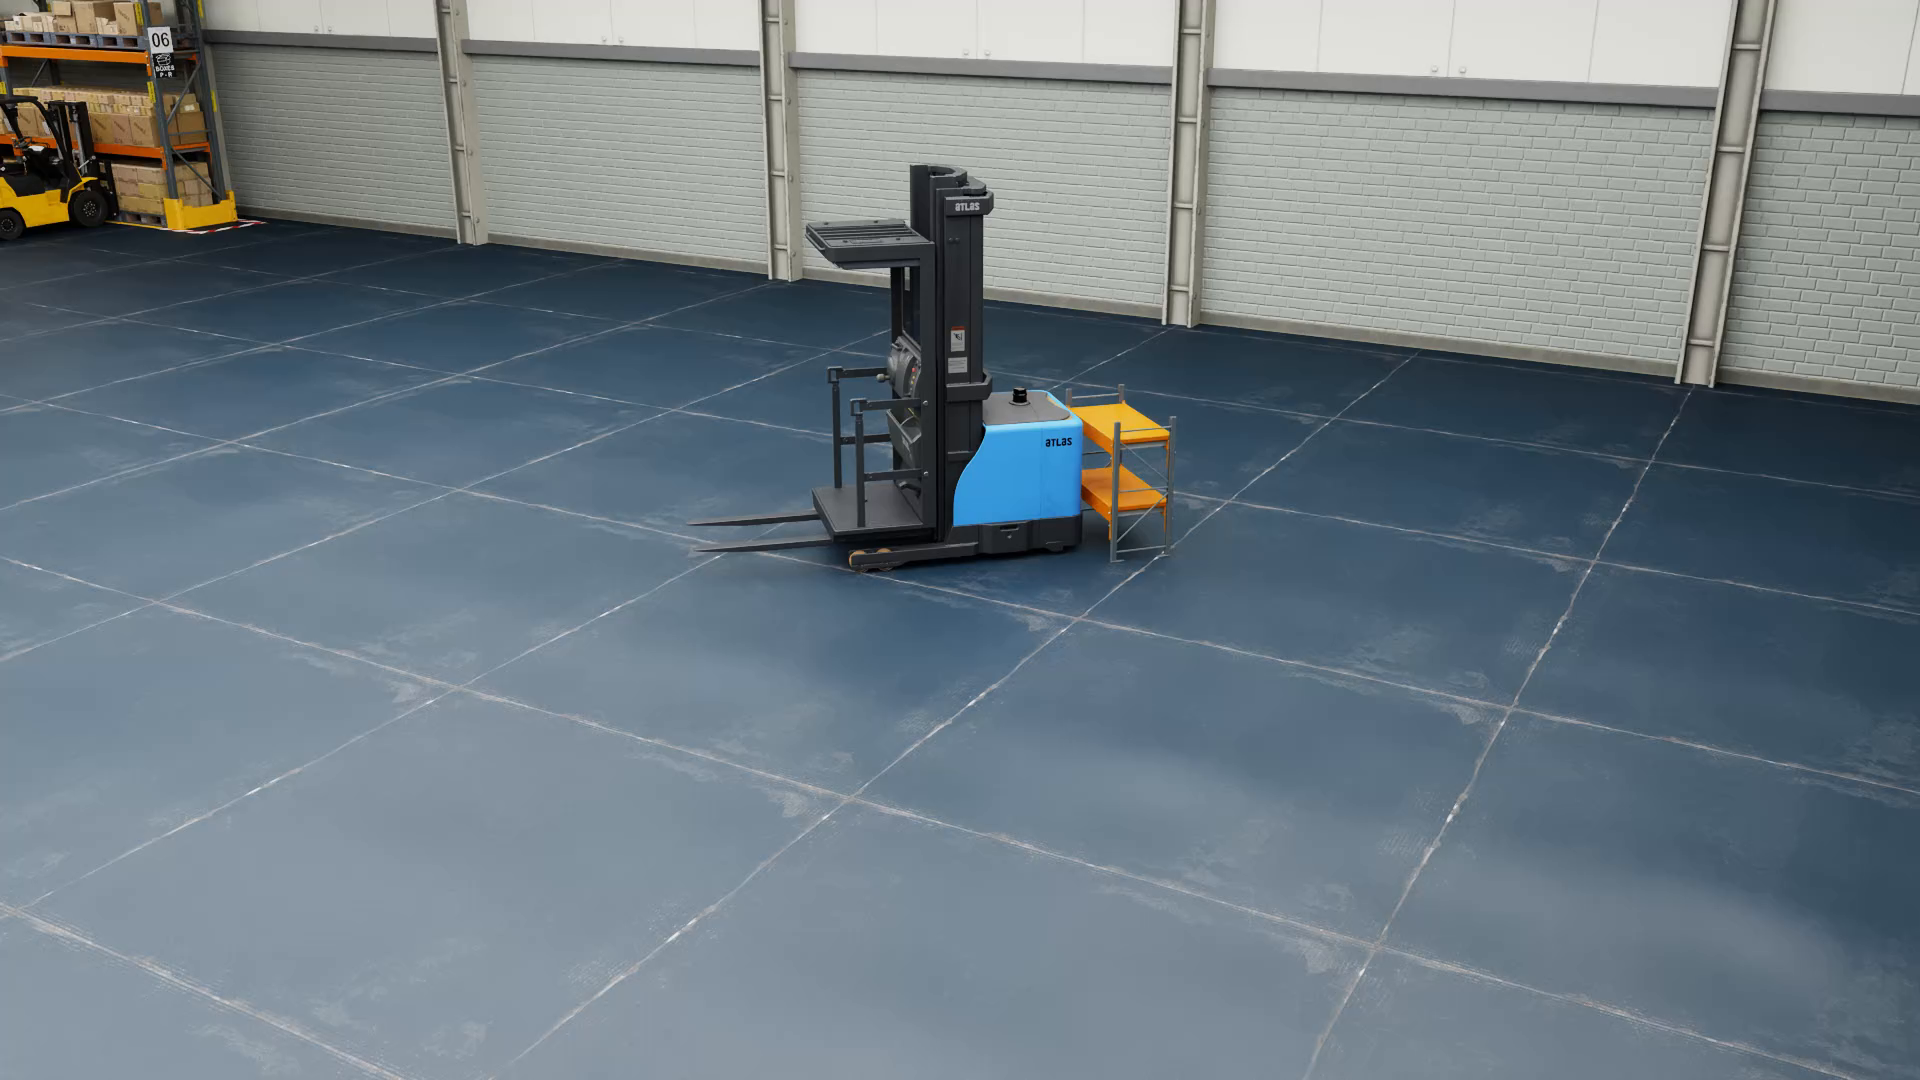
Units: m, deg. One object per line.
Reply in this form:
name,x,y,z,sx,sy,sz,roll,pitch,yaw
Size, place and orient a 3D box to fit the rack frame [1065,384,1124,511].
rack frame,1.098,-0.714,13.683,0.500,1.125,0.032,-6,21,-16

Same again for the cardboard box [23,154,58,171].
cardboard box,-15.998,-6.600,29.112,0.500,0.250,0.500,10,22,26

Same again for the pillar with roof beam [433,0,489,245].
pillar with roof beam,-9.805,-7.659,21.282,0.400,9.000,9.100,11,23,27

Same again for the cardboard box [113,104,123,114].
cardboard box,-13.860,-7.200,27.717,0.250,0.149,0.380,11,22,27

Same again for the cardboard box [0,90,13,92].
cardboard box,-17.129,-8.012,29.955,0.250,0.149,0.380,11,22,27

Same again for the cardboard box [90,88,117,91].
cardboard box,-14.739,-7.705,28.674,0.250,0.149,0.380,11,22,27

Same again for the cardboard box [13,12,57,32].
cardboard box,-15.660,-8.801,28.198,0.500,0.311,0.500,11,23,28

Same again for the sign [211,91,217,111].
sign,-12.499,-7.342,27.822,0.005,0.325,0.100,11,23,27

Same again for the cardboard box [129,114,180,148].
cardboard box,-13.333,-6.785,27.523,0.500,0.500,0.500,10,22,26

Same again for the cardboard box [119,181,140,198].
cardboard box,-13.785,-5.948,28.048,0.500,0.250,0.500,11,22,27

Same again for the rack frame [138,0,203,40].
rack frame,-12.775,-9.554,26.507,0.127,3.000,1.000,11,23,27

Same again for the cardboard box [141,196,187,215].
cardboard box,-13.340,-5.623,27.884,0.500,0.250,0.500,11,23,28

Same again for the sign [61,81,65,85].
sign,-15.998,-8.009,29.659,0.005,0.325,0.100,11,23,27

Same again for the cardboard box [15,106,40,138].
cardboard box,-16.007,-7.295,28.929,0.500,0.500,0.500,10,22,26

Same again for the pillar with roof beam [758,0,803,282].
pillar with roof beam,-4.567,-6.661,18.532,0.400,9.000,9.100,11,23,27

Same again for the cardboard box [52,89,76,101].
cardboard box,-15.220,-7.585,28.342,0.250,0.149,0.380,10,22,26

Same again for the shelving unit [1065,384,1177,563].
shelving unit,1.251,-0.548,13.227,0.538,1.125,1.048,-6,21,-16

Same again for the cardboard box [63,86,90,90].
cardboard box,-15.405,-7.834,29.028,0.250,0.149,0.380,11,22,27

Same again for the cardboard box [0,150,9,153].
cardboard box,-18.060,-6.819,30.633,0.625,0.625,0.875,10,22,25

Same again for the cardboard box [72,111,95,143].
cardboard box,-14.673,-7.039,28.225,0.500,0.500,0.500,11,23,28

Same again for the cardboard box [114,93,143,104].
cardboard box,-13.844,-7.353,27.704,0.250,0.149,0.380,11,23,28

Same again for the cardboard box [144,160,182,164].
cardboard box,-13.541,-6.327,28.359,0.500,0.250,0.500,11,23,27

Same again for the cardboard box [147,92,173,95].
cardboard box,-13.414,-7.438,27.938,0.250,0.149,0.380,11,23,28

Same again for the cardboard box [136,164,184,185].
cardboard box,-13.329,-6.093,27.712,0.500,0.250,0.500,12,23,29

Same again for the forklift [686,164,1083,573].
forklift,-0.612,-1.325,12.721,3.031,2.935,1.130,-5,21,-13

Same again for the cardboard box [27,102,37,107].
cardboard box,-15.891,-7.577,28.757,0.250,0.149,0.380,11,23,29

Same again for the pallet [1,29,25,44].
pallet,-17.044,-8.862,29.279,1.217,0.209,0.805,10,22,25

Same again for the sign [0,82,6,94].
sign,-16.524,-7.743,28.731,0.005,0.325,0.100,11,23,27

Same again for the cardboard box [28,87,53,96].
cardboard box,-15.853,-7.738,28.765,0.250,0.149,0.380,11,23,28

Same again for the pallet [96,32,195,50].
pallet,-13.380,-8.228,27.379,1.213,0.211,1.003,11,23,27

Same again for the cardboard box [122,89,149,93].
cardboard box,-14.046,-7.593,28.366,0.250,0.149,0.380,10,22,26

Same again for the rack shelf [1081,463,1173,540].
rack shelf,1.251,-0.318,13.311,0.538,0.278,1.000,-6,21,-16

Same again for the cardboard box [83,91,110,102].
cardboard box,-14.533,-7.476,28.042,0.250,0.149,0.380,11,23,28

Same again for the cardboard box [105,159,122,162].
cardboard box,-14.662,-6.343,28.403,0.500,0.250,0.500,10,22,26

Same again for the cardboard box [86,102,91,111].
cardboard box,-14.521,-7.335,28.088,0.250,0.149,0.380,11,22,27

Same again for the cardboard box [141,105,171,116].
cardboard box,-13.215,-7.060,27.332,0.250,0.149,0.380,11,23,28

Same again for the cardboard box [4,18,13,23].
cardboard box,-16.913,-9.135,29.357,0.250,0.149,0.380,11,23,27

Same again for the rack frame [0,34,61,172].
rack frame,-16.267,-7.399,29.364,0.127,3.000,1.000,11,23,27

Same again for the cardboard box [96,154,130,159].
cardboard box,-14.859,-6.582,29.061,0.500,0.250,0.500,11,23,28

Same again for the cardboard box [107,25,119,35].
cardboard box,-13.647,-8.318,27.104,0.250,0.149,0.380,10,22,26

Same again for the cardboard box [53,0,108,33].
cardboard box,-14.618,-8.747,27.767,0.637,0.503,0.797,12,23,29

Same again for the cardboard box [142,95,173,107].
cardboard box,-13.191,-7.223,27.343,0.250,0.149,0.380,11,23,27

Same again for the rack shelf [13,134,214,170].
rack shelf,-14.521,-6.728,28.570,4.000,0.370,1.077,11,23,27
